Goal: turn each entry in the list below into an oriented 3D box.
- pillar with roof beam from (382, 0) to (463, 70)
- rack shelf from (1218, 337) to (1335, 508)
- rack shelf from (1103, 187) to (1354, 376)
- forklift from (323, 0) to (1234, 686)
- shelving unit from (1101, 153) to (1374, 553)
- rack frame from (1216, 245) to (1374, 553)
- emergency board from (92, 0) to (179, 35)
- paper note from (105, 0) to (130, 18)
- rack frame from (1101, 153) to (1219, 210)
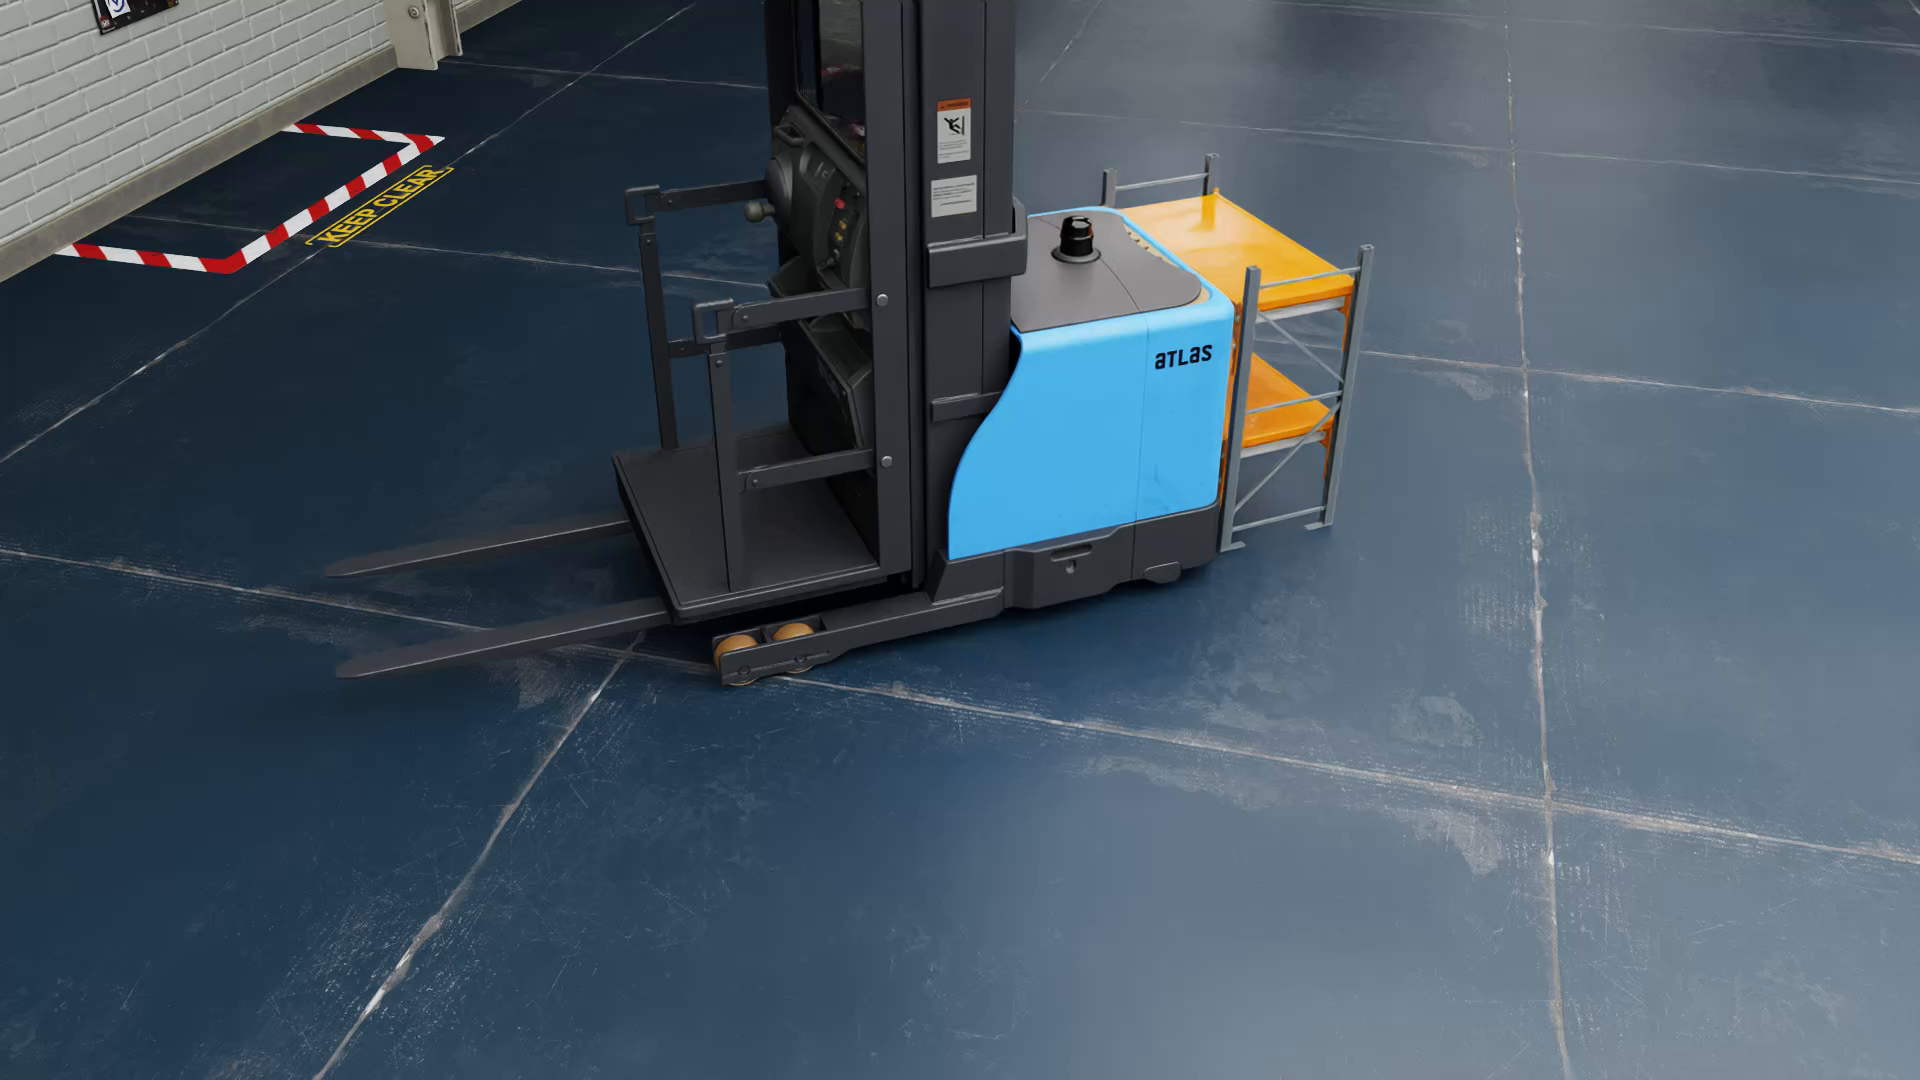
[{"bbox_3d":[0.508,-6.513,8.108,9.100,9.000,0.400,8,33,12],"label":"pillar with roof beam"},{"bbox_3d":[0.983,-0.532,6.488,0.538,0.278,1.000,-13,35,-20],"label":"rack shelf"},{"bbox_3d":[0.988,-0.986,6.202,0.538,0.278,1.000,-13,35,-20],"label":"rack shelf"},{"bbox_3d":[-0.643,-1.076,5.211,3.031,2.935,1.130,-12,34,-18],"label":"forklift"},{"bbox_3d":[0.985,-0.738,6.358,0.538,1.125,1.048,-13,35,-20],"label":"shelving unit"},{"bbox_3d":[1.192,-0.489,5.966,0.500,1.125,0.032,-13,35,-20],"label":"rack frame"},{"bbox_3d":[-4.320,-3.291,8.630,0.194,1.169,0.643,8,33,12],"label":"emergency board"},{"bbox_3d":[-4.431,-2.836,8.737,0.016,0.148,0.142,8,33,12],"label":"paper note"},{"bbox_3d":[0.779,-0.988,6.750,0.500,1.125,0.032,-13,35,-20],"label":"rack frame"}]
